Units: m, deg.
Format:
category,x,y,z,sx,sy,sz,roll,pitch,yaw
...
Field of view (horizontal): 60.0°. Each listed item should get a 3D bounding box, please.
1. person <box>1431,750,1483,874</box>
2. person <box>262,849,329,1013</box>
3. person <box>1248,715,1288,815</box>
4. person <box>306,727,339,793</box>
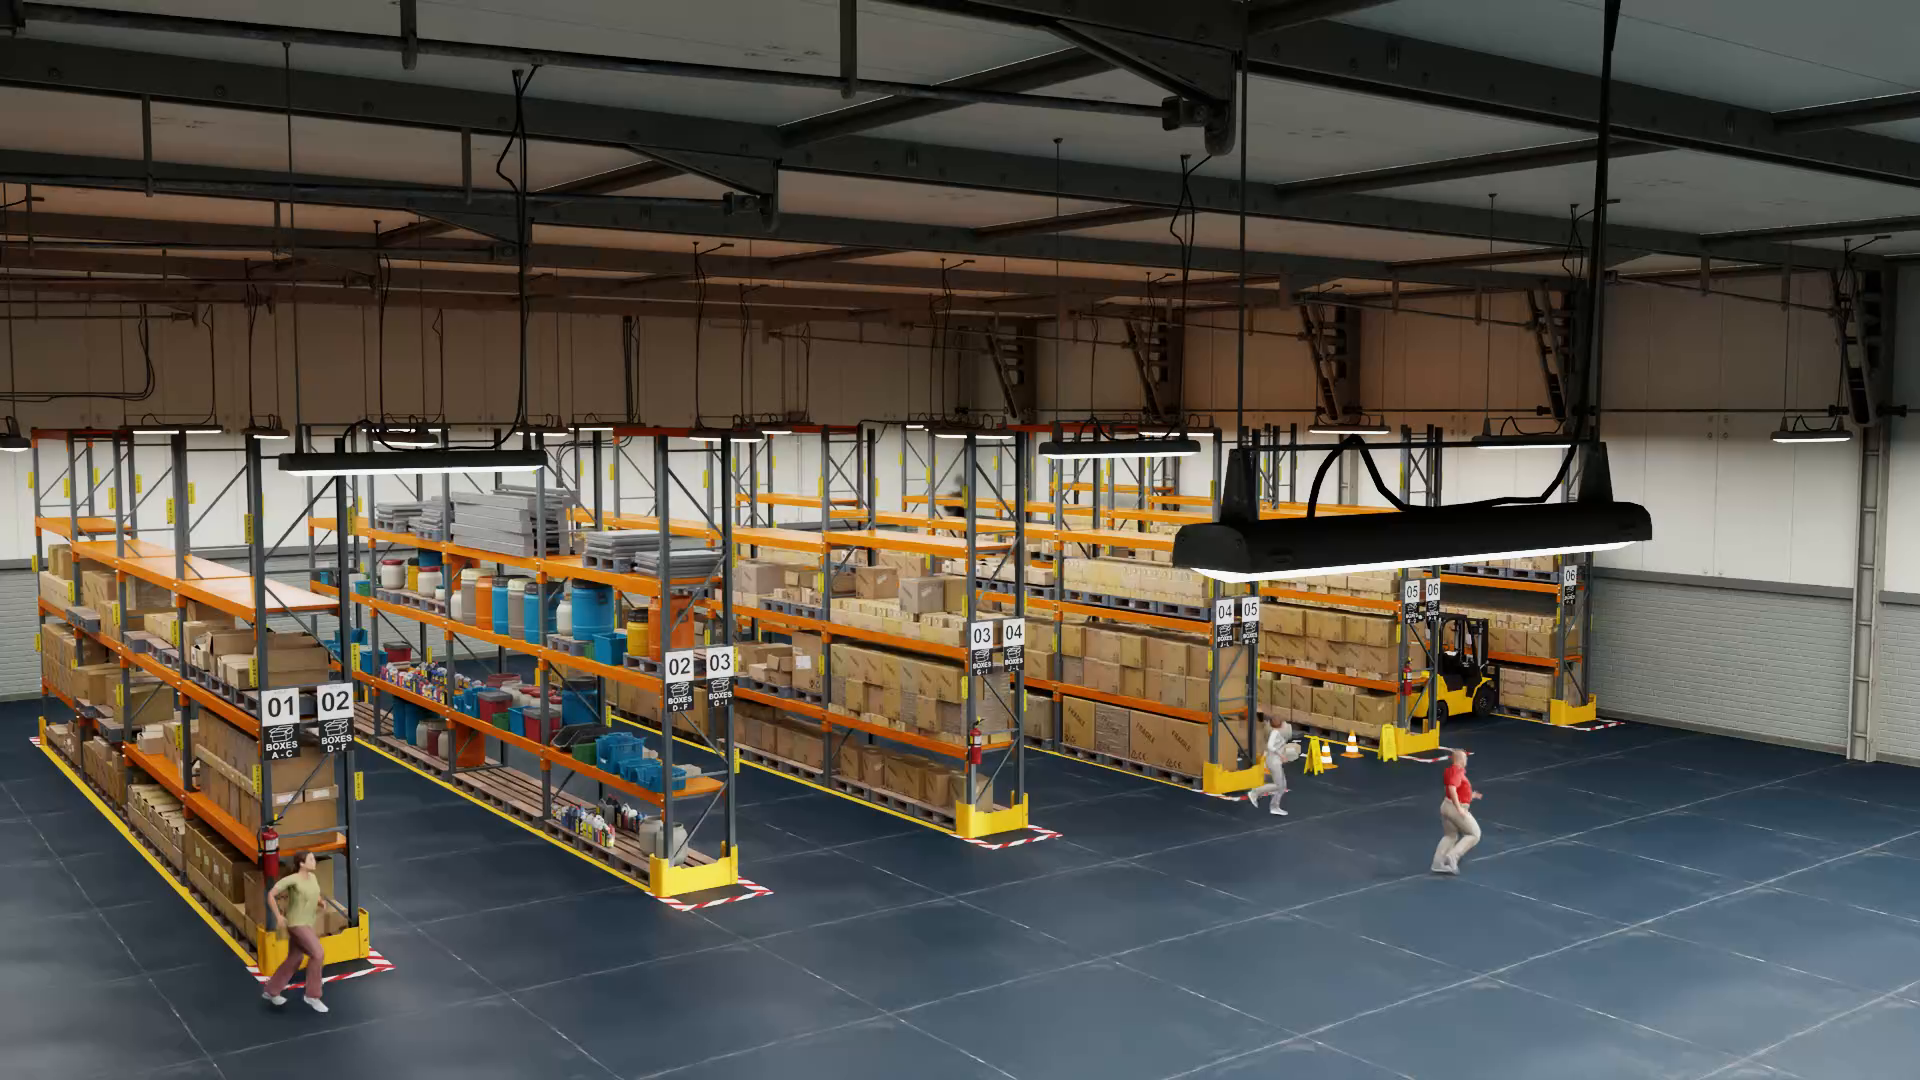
category,x,y,z,sx,sy,sz,roll,pitch,yaw
person,6.804,3.698,22.652,0.733,1.688,0.638,-1,5,-10
person,-7.005,4.117,17.691,0.791,1.664,0.592,1,5,7
person,4.866,3.524,26.224,0.615,1.519,0.592,1,5,11
person,-10.521,3.285,27.515,0.930,1.750,0.666,4,6,43
